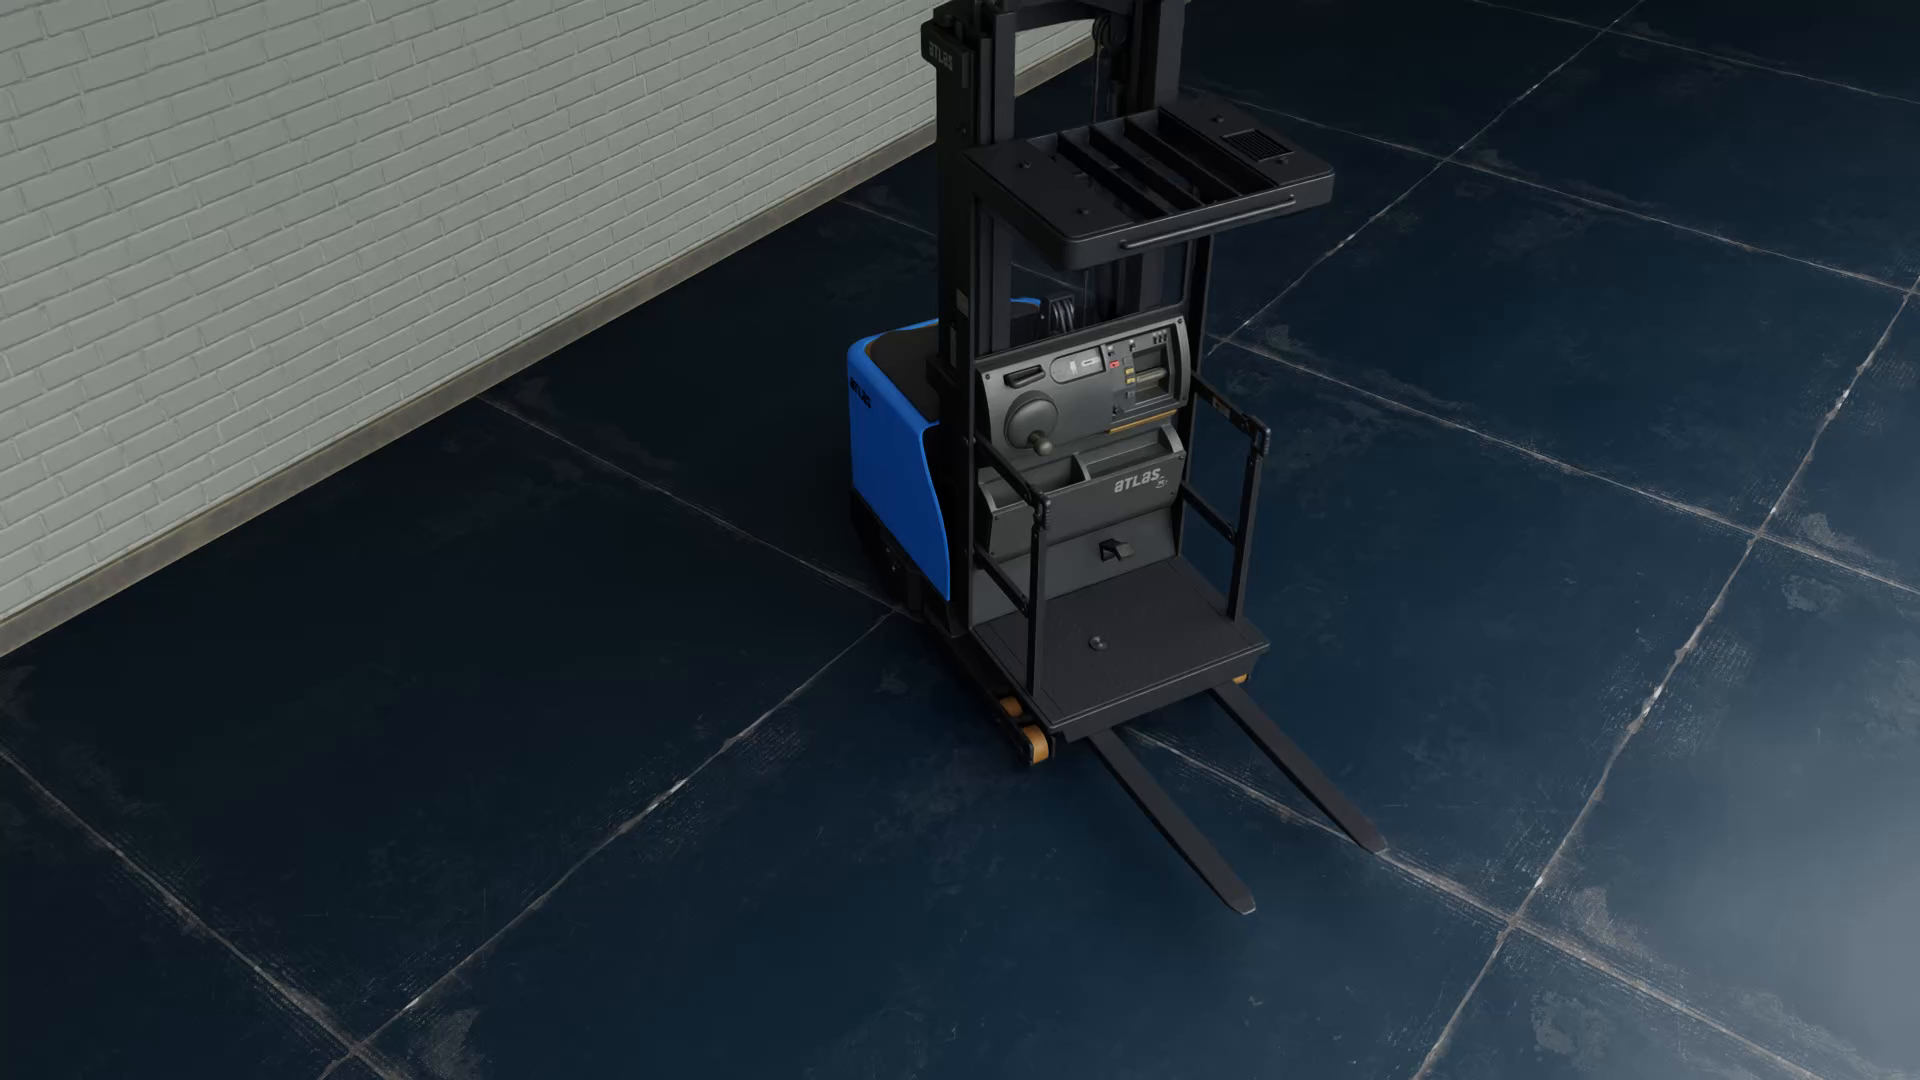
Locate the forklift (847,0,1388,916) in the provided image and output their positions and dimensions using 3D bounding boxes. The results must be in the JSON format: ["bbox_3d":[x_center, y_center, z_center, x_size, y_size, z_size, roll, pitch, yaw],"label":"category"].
[{"bbox_3d":[0.608,-0.541,6.425,1.130,2.935,3.031,-18,42,-22],"label":"forklift"}]
